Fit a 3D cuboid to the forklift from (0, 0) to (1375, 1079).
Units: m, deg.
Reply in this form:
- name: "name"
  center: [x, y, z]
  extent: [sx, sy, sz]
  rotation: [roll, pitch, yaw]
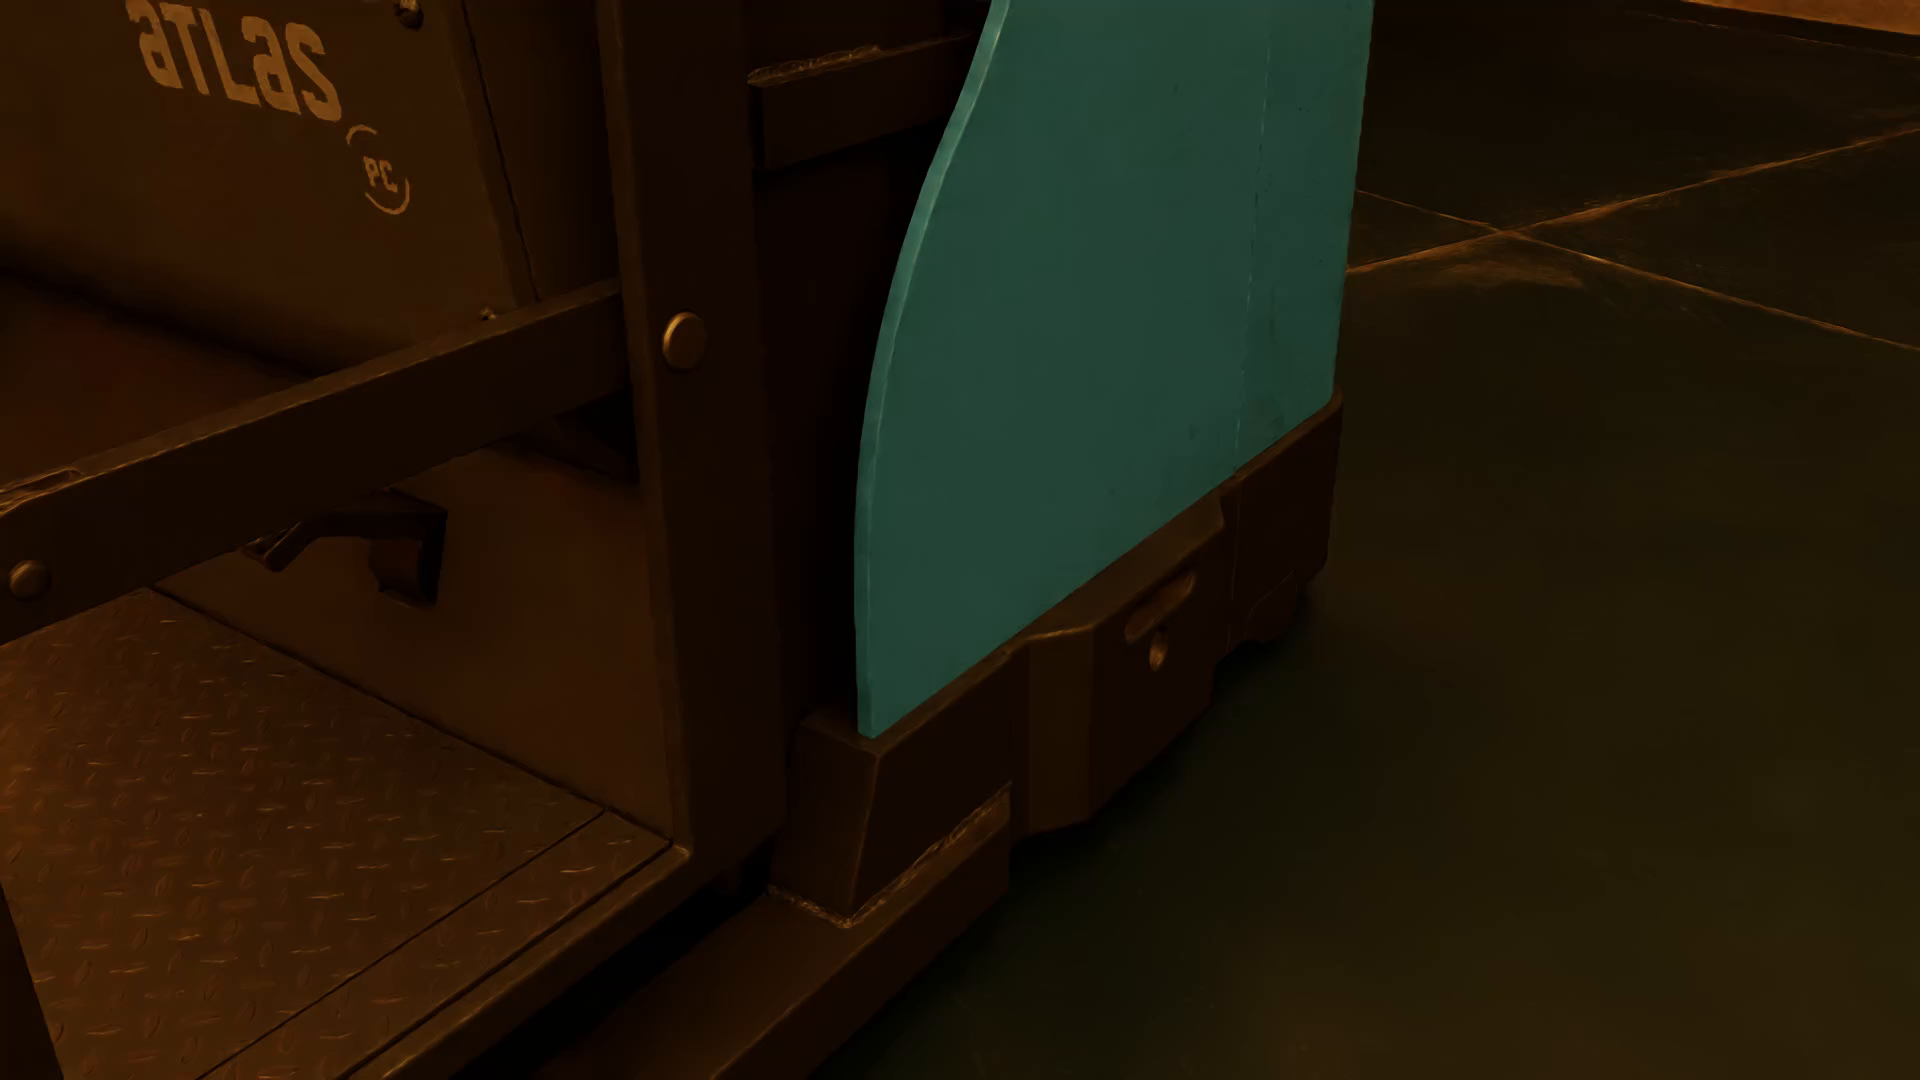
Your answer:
- name: "forklift"
  center: [-0.756, -0.823, 0.872]
  extent: [1.130, 2.935, 3.031]
  rotation: [18, 32, 31]
